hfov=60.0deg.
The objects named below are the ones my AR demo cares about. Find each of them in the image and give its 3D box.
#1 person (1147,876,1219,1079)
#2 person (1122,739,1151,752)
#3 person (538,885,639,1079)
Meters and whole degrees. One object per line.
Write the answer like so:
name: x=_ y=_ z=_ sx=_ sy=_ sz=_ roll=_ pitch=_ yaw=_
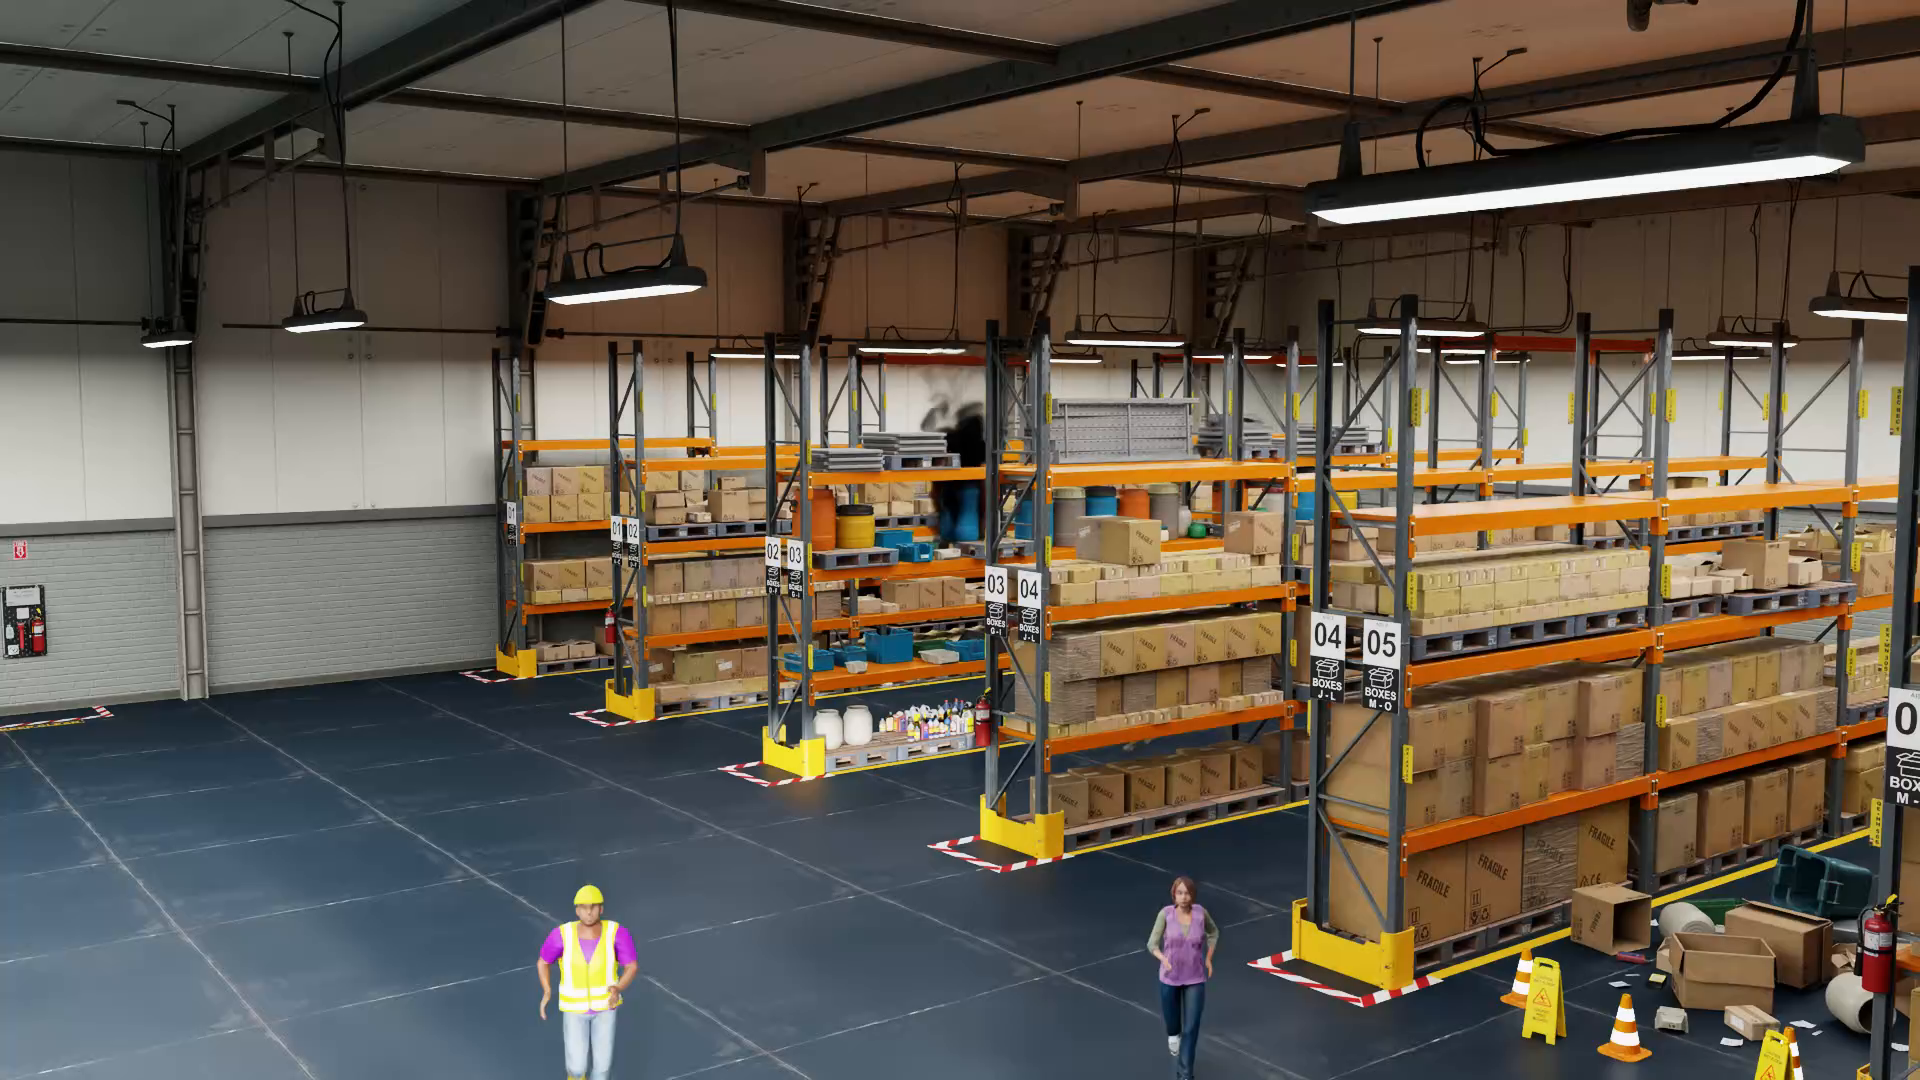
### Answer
person: x=1.661 y=3.278 z=12.380 sx=0.537 sy=1.587 sz=0.860 roll=0 pitch=5 yaw=5
person: x=2.457 y=2.011 z=22.881 sx=0.579 sy=1.729 sz=0.853 roll=4 pitch=6 yaw=38
person: x=-2.605 y=3.283 z=11.685 sx=0.699 sy=1.722 sz=0.580 roll=-1 pitch=5 yaw=-13
